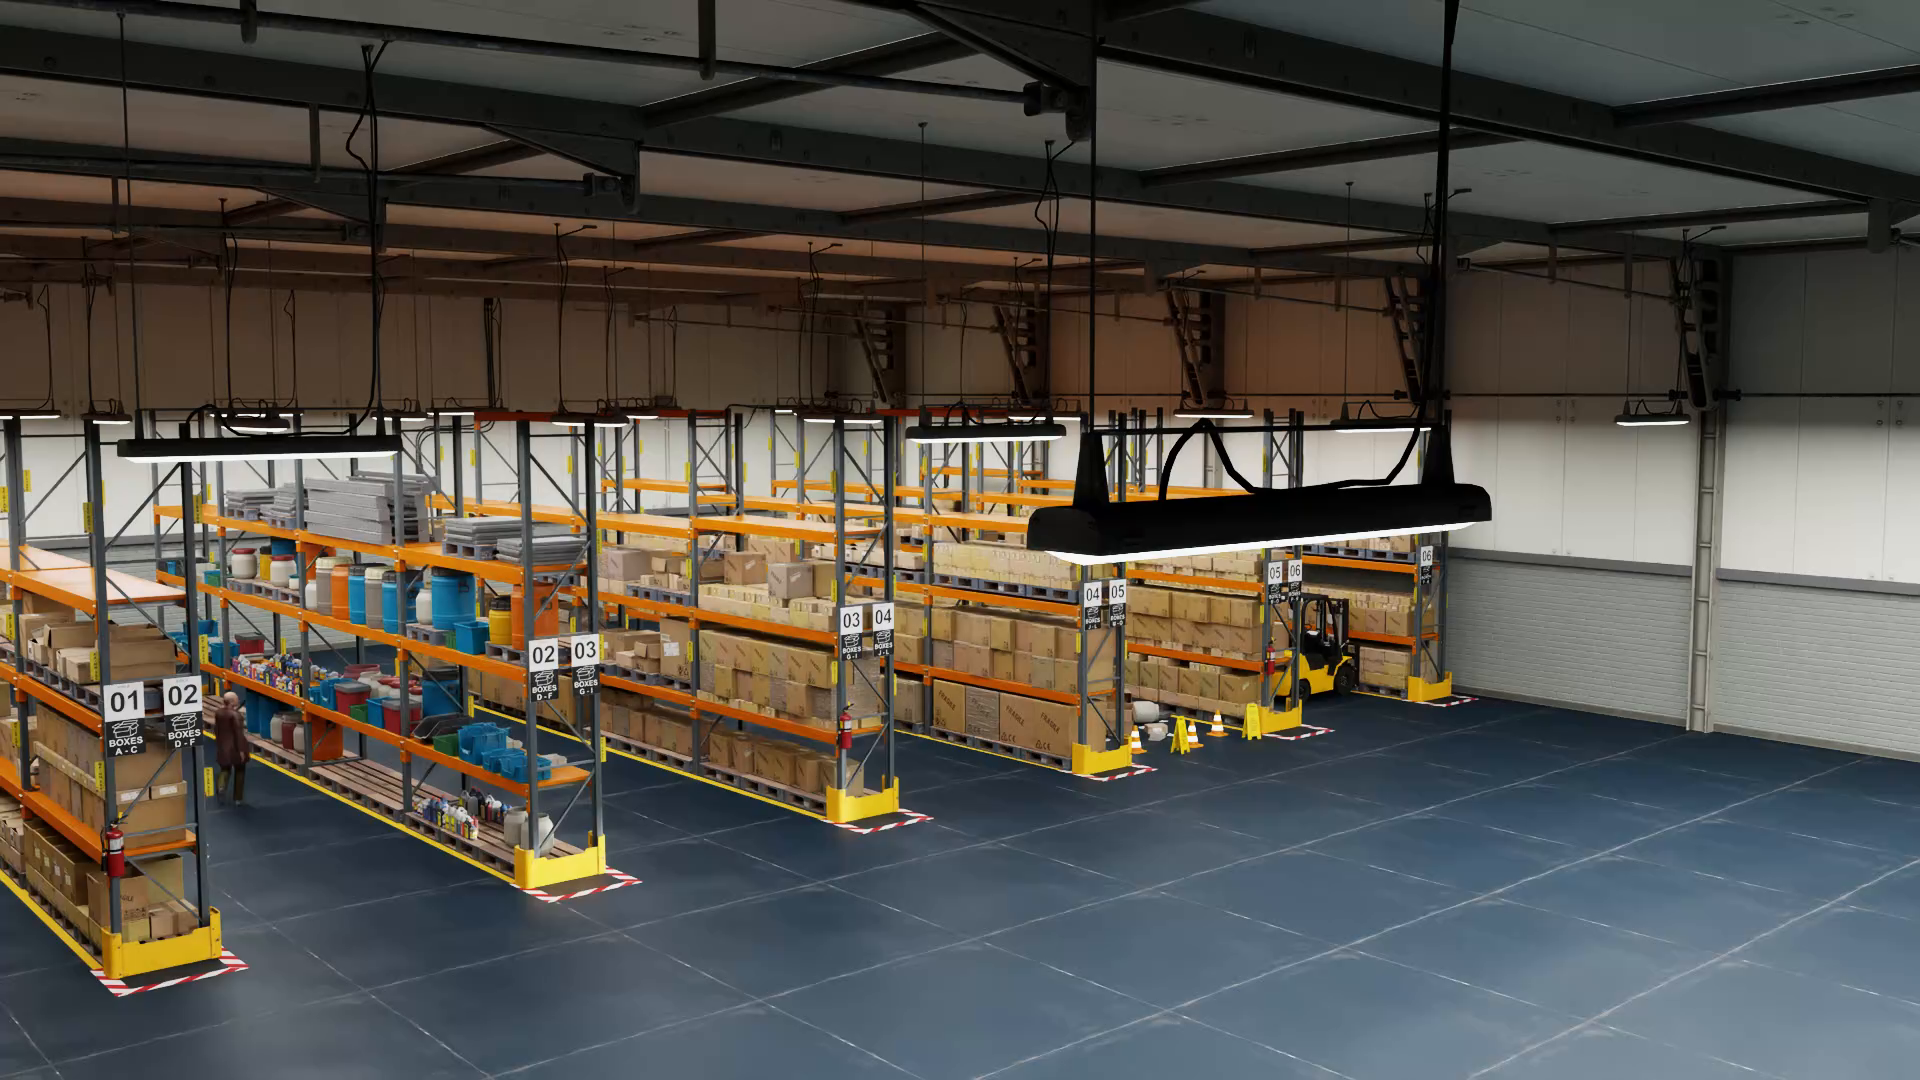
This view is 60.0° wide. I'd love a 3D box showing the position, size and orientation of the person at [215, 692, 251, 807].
[{"bbox_3d":[-11.172,3.250,25.439,0.529,1.671,0.779,-1,5,-6],"label":"person"}]
